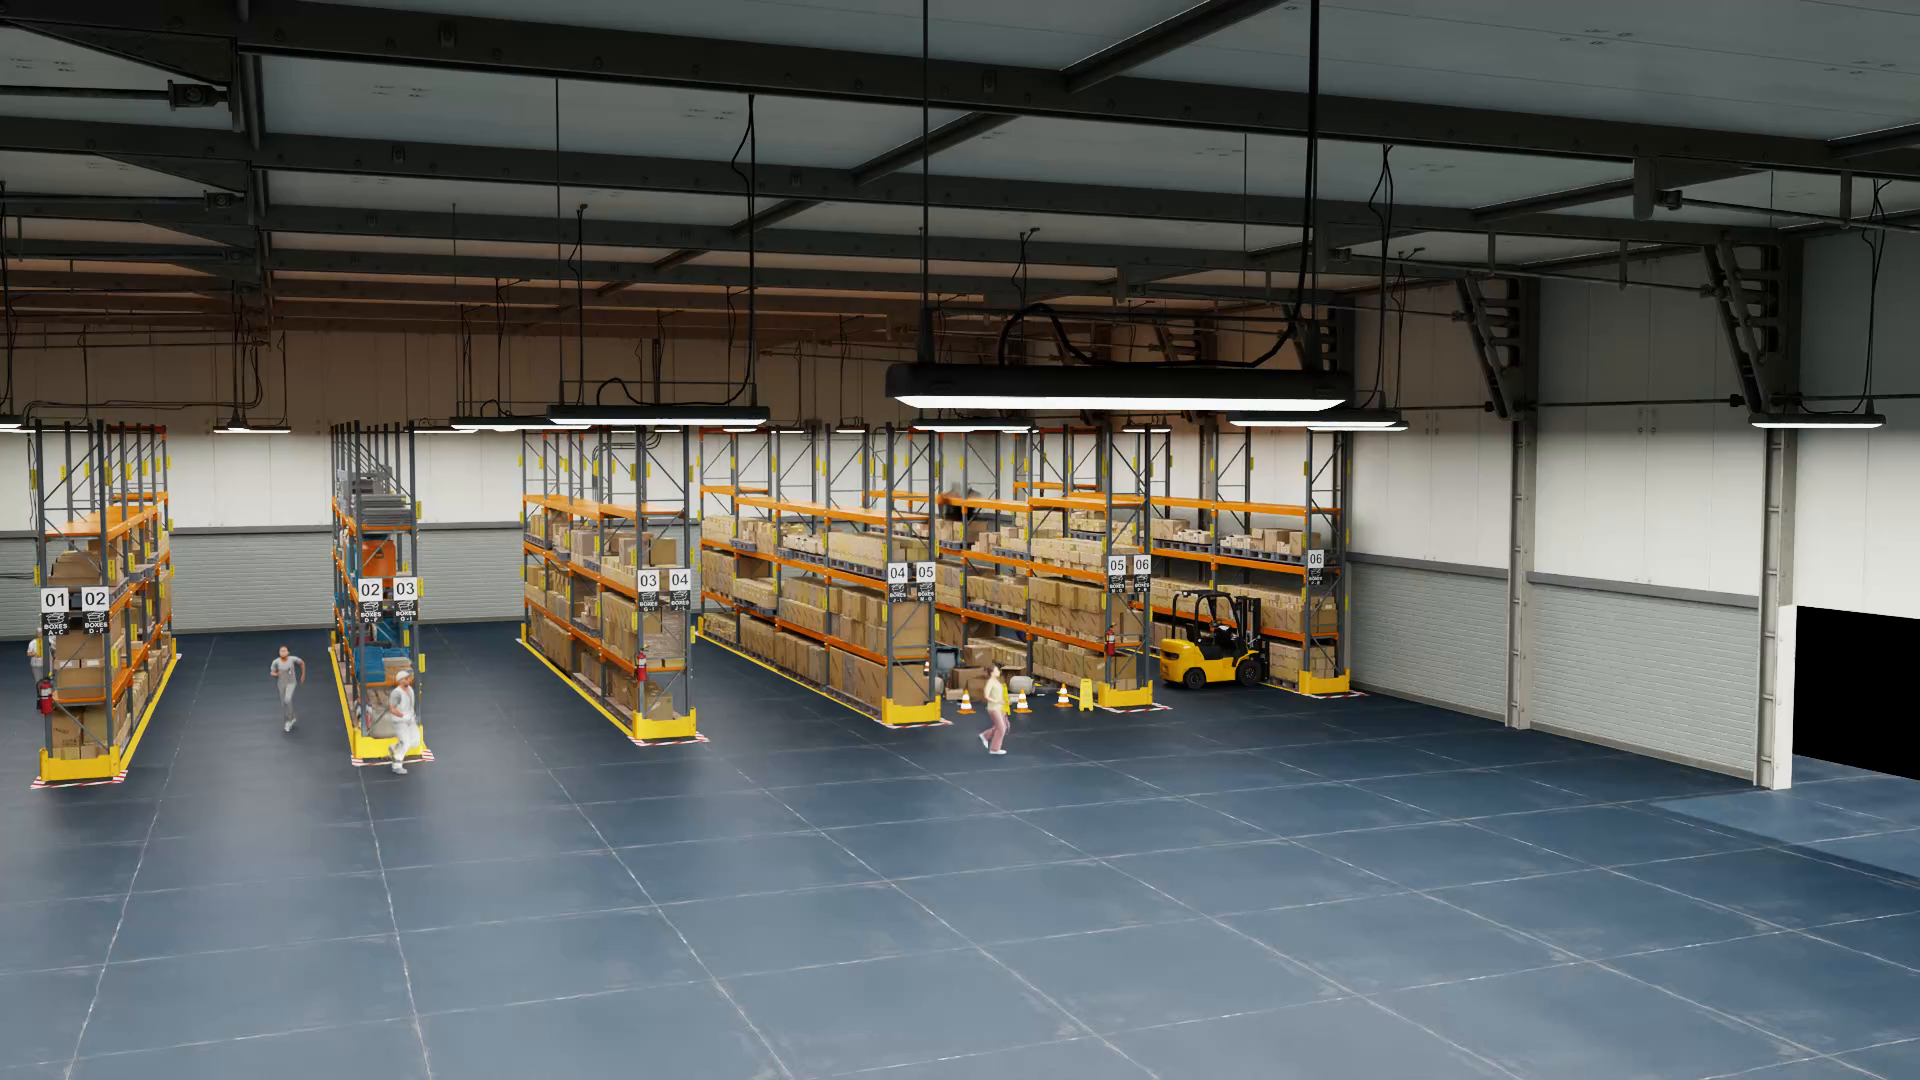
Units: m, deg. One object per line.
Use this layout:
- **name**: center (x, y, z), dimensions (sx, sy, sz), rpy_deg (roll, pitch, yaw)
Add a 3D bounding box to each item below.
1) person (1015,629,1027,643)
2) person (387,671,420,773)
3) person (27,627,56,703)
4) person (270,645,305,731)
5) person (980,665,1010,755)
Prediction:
- **person**: center (1.703, 2.097, 44.849), dimensions (0.626, 1.644, 0.628), rpy_deg (-1, 4, -22)
- **person**: center (-9.467, 3.089, 28.318), dimensions (0.667, 1.743, 0.691), rpy_deg (1, 4, 18)
- **person**: center (-19.454, 2.697, 35.284), dimensions (0.583, 1.686, 0.658), rpy_deg (-2, 4, -26)
- **person**: center (-13.110, 2.863, 32.430), dimensions (0.588, 1.675, 0.813), rpy_deg (-1, 4, -11)
- **person**: center (0.605, 3.040, 29.891), dimensions (0.566, 1.620, 0.577), rpy_deg (1, 4, 18)
